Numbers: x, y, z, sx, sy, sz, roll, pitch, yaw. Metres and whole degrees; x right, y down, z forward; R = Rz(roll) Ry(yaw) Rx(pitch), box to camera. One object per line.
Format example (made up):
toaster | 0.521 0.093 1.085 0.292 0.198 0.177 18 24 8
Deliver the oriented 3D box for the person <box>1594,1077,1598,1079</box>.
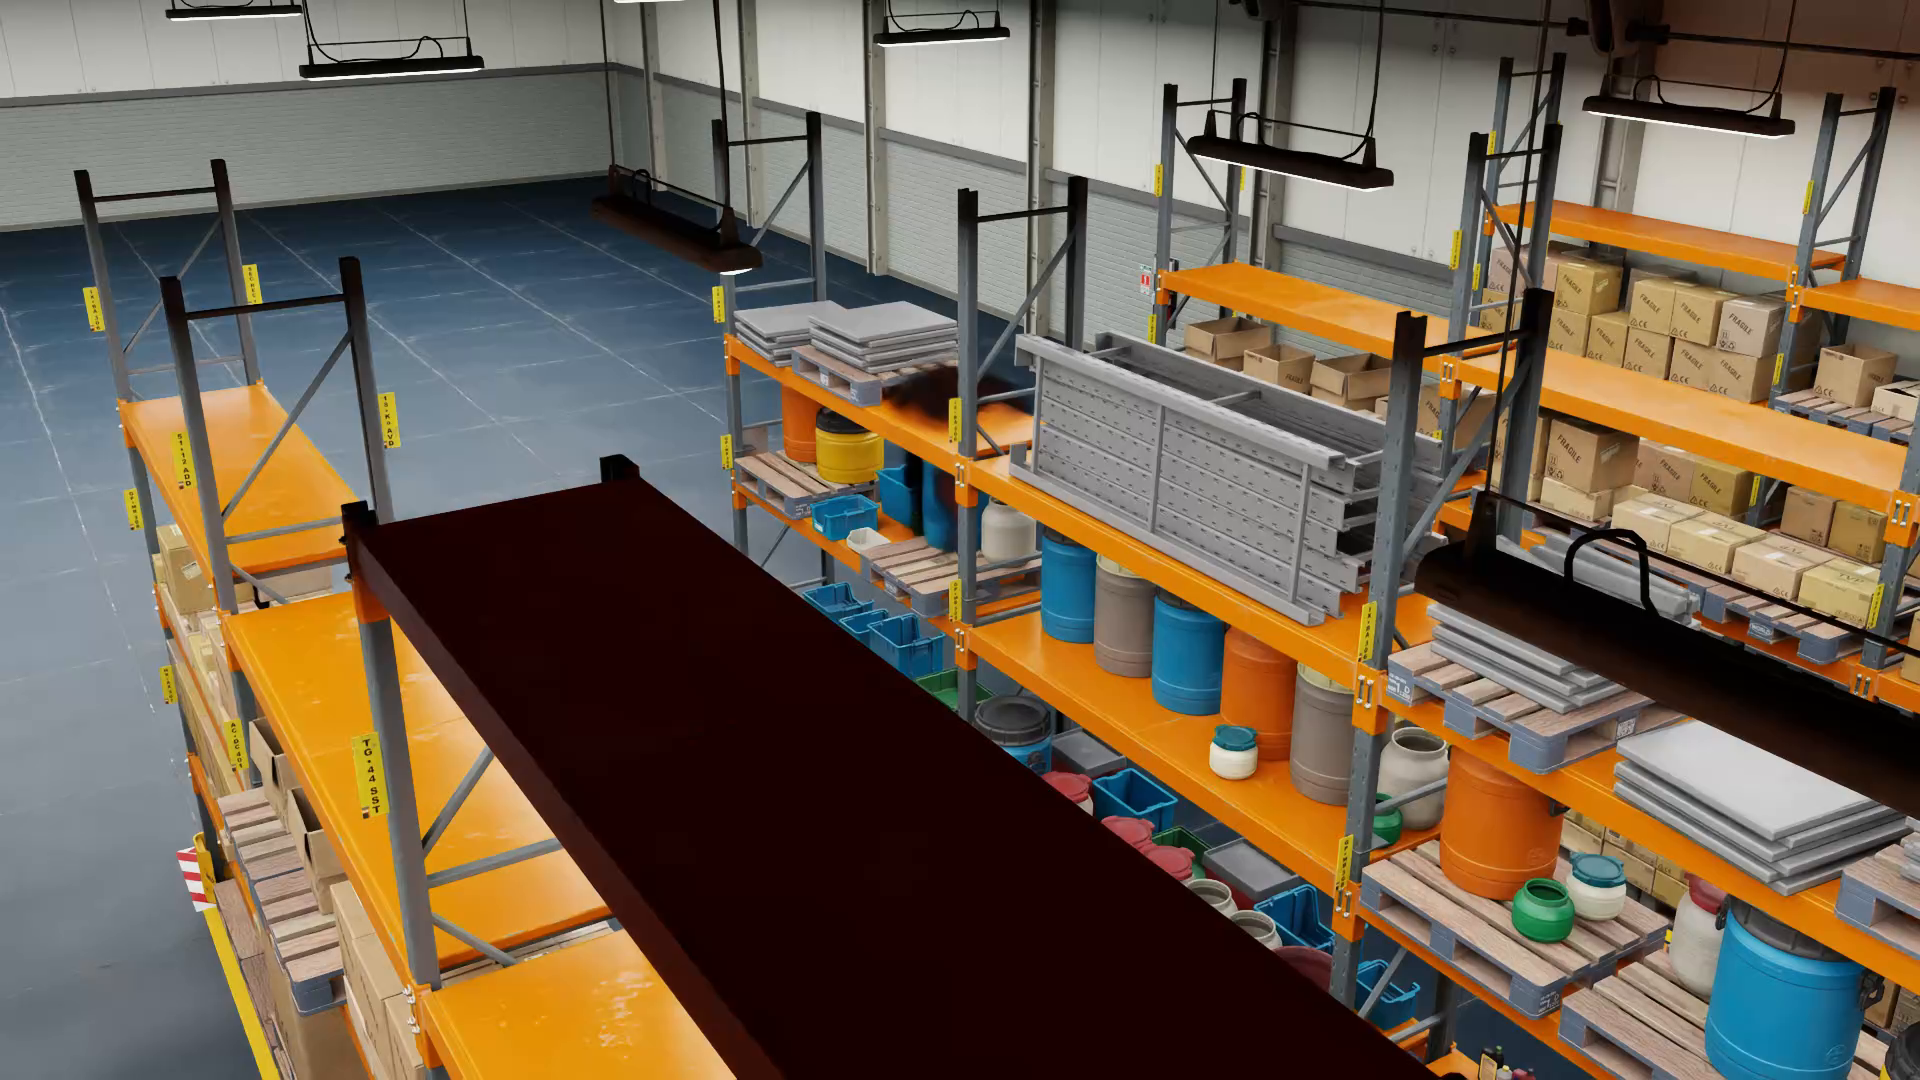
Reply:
person | 4.366 3.447 10.386 0.656 1.718 1.050 -9 23 -20
